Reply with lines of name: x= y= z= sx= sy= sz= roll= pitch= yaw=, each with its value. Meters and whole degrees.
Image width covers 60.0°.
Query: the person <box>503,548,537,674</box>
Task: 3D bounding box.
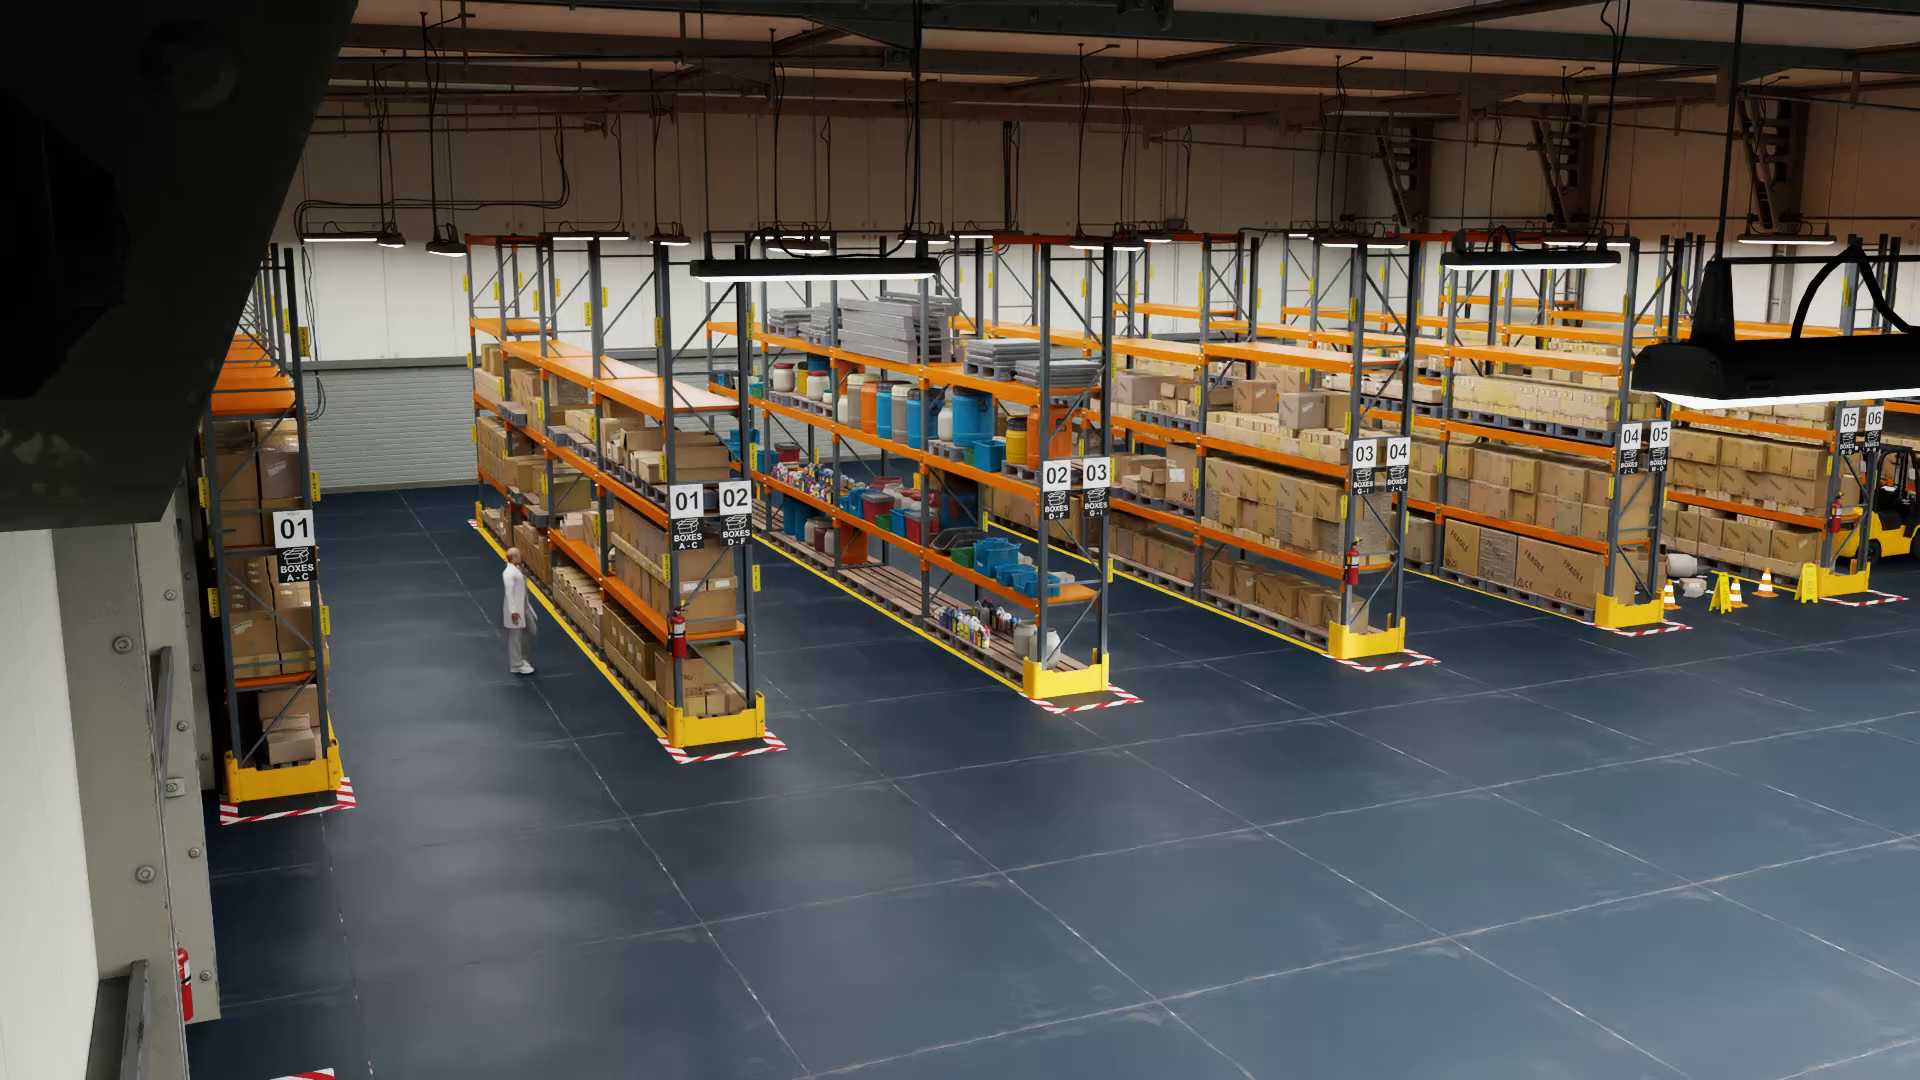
person: x=-6.238 y=0.992 z=23.407 sx=0.507 sy=1.793 sz=0.628 roll=2 pitch=11 yaw=12

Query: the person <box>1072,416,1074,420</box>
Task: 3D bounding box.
person: x=2.575 y=-2.217 z=39.891 sx=0.569 sy=1.738 sz=0.968 roll=1 pitch=11 yaw=3
